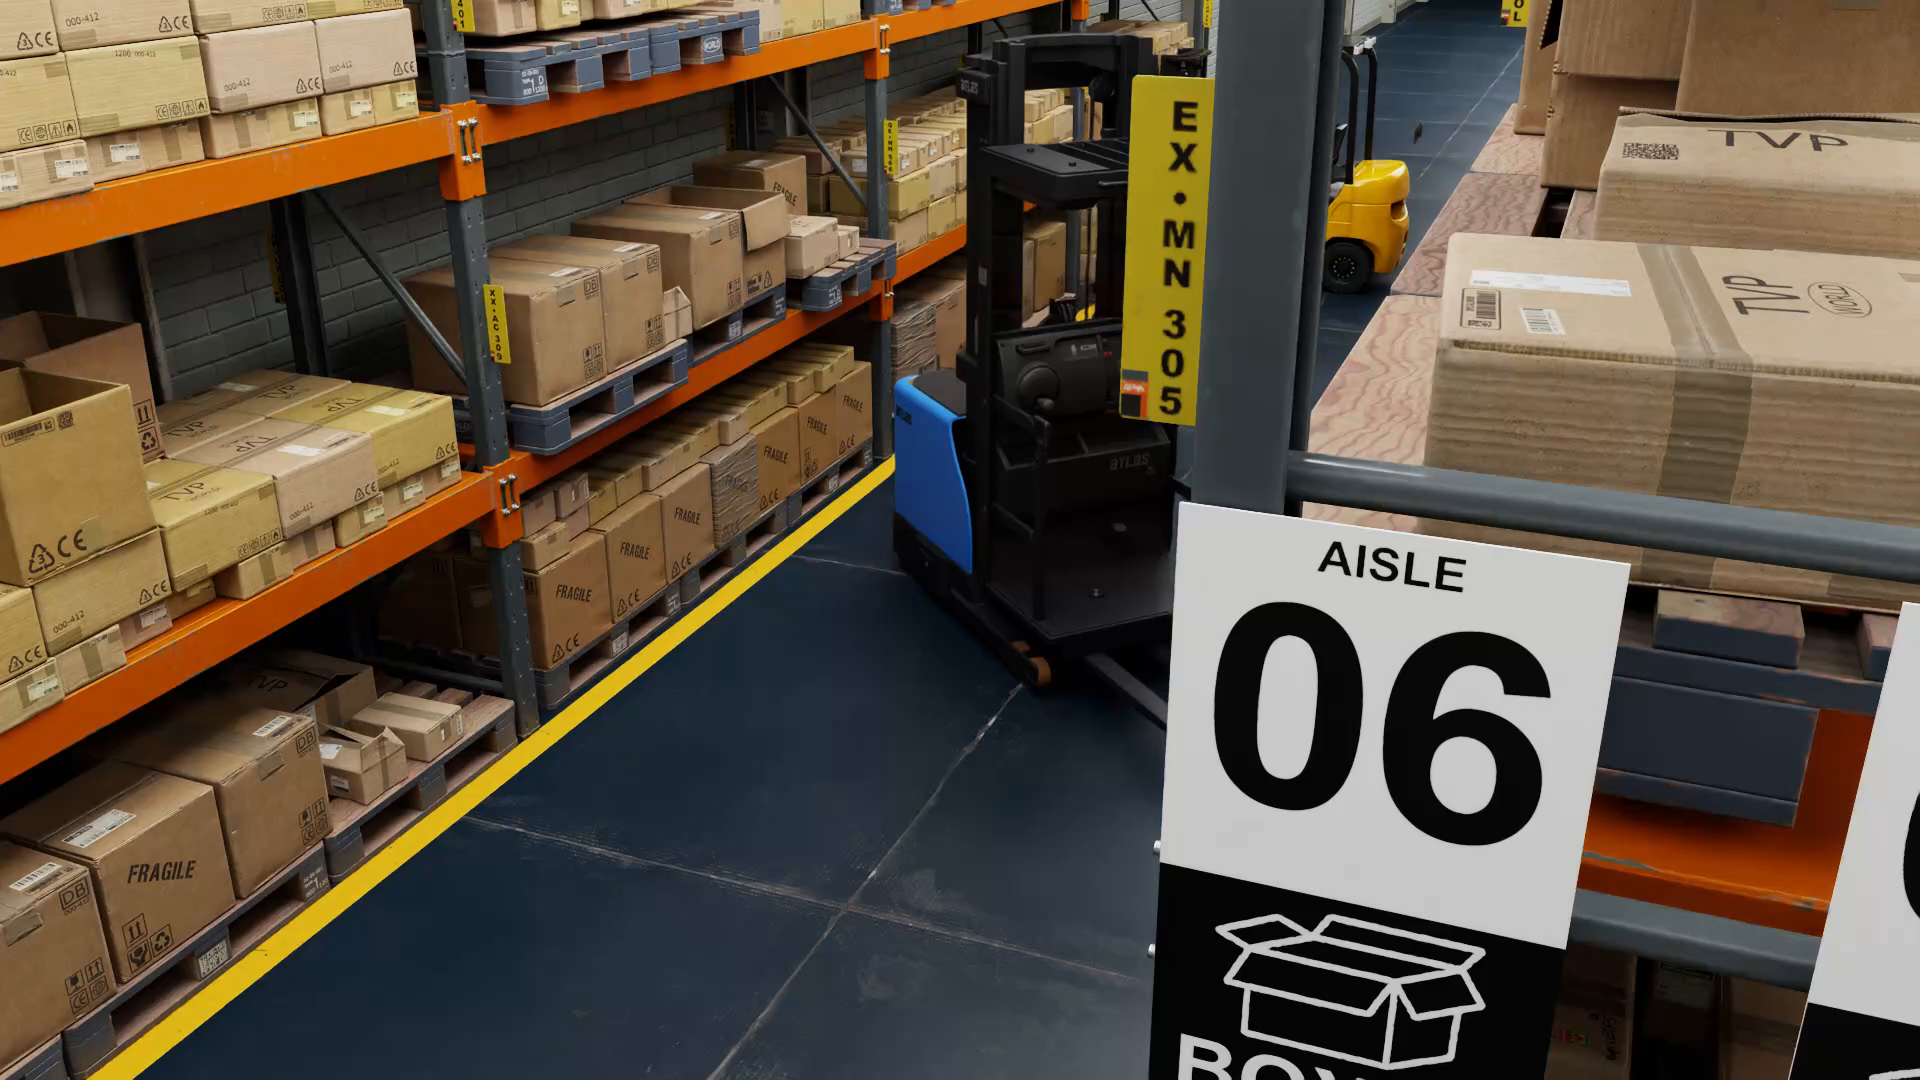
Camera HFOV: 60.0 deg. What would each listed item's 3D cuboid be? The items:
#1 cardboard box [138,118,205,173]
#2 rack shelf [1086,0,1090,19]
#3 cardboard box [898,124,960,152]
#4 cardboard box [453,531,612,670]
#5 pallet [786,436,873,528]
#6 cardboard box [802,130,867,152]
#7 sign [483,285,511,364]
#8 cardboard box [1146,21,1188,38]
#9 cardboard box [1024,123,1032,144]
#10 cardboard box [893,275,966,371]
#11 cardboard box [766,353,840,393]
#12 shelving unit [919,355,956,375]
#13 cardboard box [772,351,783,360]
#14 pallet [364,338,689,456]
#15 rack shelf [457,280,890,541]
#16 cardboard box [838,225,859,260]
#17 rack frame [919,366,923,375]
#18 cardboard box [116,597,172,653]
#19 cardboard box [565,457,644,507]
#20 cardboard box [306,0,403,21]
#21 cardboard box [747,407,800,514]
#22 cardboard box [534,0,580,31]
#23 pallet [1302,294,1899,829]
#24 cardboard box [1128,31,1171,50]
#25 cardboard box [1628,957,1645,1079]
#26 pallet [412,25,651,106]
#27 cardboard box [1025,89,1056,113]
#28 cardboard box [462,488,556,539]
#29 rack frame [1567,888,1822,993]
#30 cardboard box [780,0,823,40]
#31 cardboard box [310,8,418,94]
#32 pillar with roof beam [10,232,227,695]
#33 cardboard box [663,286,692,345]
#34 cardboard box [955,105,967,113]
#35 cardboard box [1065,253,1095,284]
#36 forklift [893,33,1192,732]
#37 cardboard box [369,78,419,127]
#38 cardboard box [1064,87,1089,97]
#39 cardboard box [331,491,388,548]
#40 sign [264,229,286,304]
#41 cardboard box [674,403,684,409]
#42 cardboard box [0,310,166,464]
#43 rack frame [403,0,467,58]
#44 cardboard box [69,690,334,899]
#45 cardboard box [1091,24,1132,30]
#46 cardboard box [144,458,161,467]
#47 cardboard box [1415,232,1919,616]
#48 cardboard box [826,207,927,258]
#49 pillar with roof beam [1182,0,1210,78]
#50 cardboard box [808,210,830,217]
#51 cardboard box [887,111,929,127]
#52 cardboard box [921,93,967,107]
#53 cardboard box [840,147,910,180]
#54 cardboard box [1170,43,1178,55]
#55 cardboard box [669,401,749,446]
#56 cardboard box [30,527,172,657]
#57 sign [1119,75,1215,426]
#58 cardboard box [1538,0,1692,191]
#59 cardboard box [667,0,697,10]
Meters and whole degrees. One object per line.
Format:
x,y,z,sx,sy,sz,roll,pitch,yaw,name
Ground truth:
-2.705,-1.303,5.412,0.380,0.149,0.250,10,25,22,cardboard box
1.292,-5.197,15.342,1.077,0.370,4.000,9,24,20,rack shelf
-0.224,-2.796,11.581,0.380,0.149,0.250,9,24,21,cardboard box
-2.034,0.252,7.952,0.500,0.500,0.500,10,25,22,cardboard box
-1.249,-0.449,10.552,1.003,0.211,1.213,9,24,20,pallet
-0.857,-2.682,11.308,0.380,0.149,0.250,9,24,20,cardboard box
-1.915,-0.891,6.868,0.100,0.325,0.005,9,24,20,sign
2.098,-5.185,16.914,0.380,0.149,0.250,9,24,20,cardboard box
0.225,-3.011,12.613,0.500,0.250,0.500,9,24,21,cardboard box
-0.457,-1.552,12.110,0.875,0.625,0.625,10,25,22,cardboard box
-0.957,-1.022,10.162,0.380,0.149,0.250,7,24,17,cardboard box
-0.089,-0.525,9.644,0.215,1.050,0.252,9,24,21,shelving unit
-1.353,-0.927,10.777,0.500,0.500,0.500,10,25,22,cardboard box
-2.024,-0.748,7.898,1.003,0.211,1.213,9,24,20,pallet
-1.679,-0.950,9.066,1.077,0.370,4.000,9,24,20,rack shelf
-0.824,-1.786,9.914,0.380,0.149,0.250,9,24,21,cardboard box
-0.137,-0.482,9.541,0.200,1.050,0.008,9,24,21,rack frame
-2.896,0.249,5.587,0.380,0.149,0.250,9,24,20,cardboard box
-1.837,-0.300,8.433,0.380,0.149,0.250,8,24,19,cardboard box
-2.386,-2.034,5.996,0.500,0.250,0.500,9,24,20,cardboard box
-1.281,-0.491,9.731,0.500,0.500,0.500,10,25,22,cardboard box
-1.813,-2.212,6.914,0.380,0.149,0.250,9,24,21,cardboard box
0.968,-0.036,2.167,1.003,0.211,1.213,9,24,20,pallet
1.808,-4.807,16.010,0.380,0.149,0.250,9,24,21,cardboard box
0.660,0.860,2.372,0.500,0.500,0.500,10,25,22,cardboard box
-2.115,-2.087,7.207,1.213,0.211,1.003,9,24,20,pallet
0.550,-3.526,13.327,0.380,0.149,0.250,8,24,19,cardboard box
-2.098,-0.142,7.670,0.380,0.149,0.250,8,24,19,cardboard box
0.702,1.574,2.089,1.000,3.000,0.127,9,24,20,rack frame
-1.088,-2.914,9.138,0.500,0.250,0.500,9,24,20,cardboard box
-2.369,-1.810,6.108,0.500,0.250,0.500,9,24,20,cardboard box
0.479,-2.598,4.295,9.100,9.000,0.400,9,24,20,pillar with roof beam
-1.550,-1.140,8.218,0.396,0.266,0.258,10,25,23,cardboard box
0.182,-3.159,12.450,0.380,0.149,0.250,9,24,21,cardboard box
1.037,-2.480,14.818,0.500,0.250,0.500,9,24,21,cardboard box
0.705,-0.817,7.903,1.130,2.935,3.031,-10,25,-23,forklift
-2.281,-1.664,6.275,0.380,0.149,0.250,9,24,20,cardboard box
0.912,-3.851,14.107,0.380,0.149,0.250,8,24,19,cardboard box
-2.457,-0.107,6.441,0.380,0.149,0.250,9,24,21,cardboard box
-2.939,-1.179,7.178,0.100,0.325,0.005,9,24,20,sign
-1.800,-0.819,9.677,0.380,0.149,0.250,8,24,19,cardboard box
-3.222,-0.486,5.857,0.500,0.500,0.500,8,24,19,cardboard box
-2.422,-3.335,6.058,1.000,3.000,0.127,9,24,20,rack frame
-2.853,0.948,6.288,0.700,0.500,0.500,8,24,18,cardboard box
1.499,-5.068,16.635,0.380,0.149,0.250,9,24,21,cardboard box
-3.230,-0.131,5.981,0.500,0.250,0.500,9,24,21,cardboard box
0.786,-0.154,1.856,0.500,0.250,0.500,7,24,15,cardboard box
-0.545,-2.052,10.966,0.500,0.250,0.500,9,24,20,cardboard box
7.166,-9.039,19.716,9.100,9.000,0.400,9,24,20,pillar with roof beam
-1.007,-2.126,11.143,0.500,0.250,0.500,8,24,19,cardboard box
-0.451,-3.041,12.167,0.380,0.149,0.250,10,24,22,cardboard box
-0.098,-3.407,13.044,0.380,0.149,0.250,9,24,20,cardboard box
-0.544,-2.415,10.669,0.380,0.149,0.250,10,24,22,cardboard box
1.946,-4.862,16.527,0.380,0.149,0.250,9,24,21,cardboard box
-1.403,-0.654,9.281,0.380,0.149,0.250,8,24,18,cardboard box
-2.947,0.125,5.368,0.500,0.250,0.500,8,24,19,cardboard box
0.203,-0.264,1.554,0.100,0.325,0.005,9,24,20,sign
1.717,-1.042,3.651,0.797,0.503,0.637,11,25,24,cardboard box
-1.462,-2.580,7.794,0.380,0.149,0.250,9,24,21,cardboard box
